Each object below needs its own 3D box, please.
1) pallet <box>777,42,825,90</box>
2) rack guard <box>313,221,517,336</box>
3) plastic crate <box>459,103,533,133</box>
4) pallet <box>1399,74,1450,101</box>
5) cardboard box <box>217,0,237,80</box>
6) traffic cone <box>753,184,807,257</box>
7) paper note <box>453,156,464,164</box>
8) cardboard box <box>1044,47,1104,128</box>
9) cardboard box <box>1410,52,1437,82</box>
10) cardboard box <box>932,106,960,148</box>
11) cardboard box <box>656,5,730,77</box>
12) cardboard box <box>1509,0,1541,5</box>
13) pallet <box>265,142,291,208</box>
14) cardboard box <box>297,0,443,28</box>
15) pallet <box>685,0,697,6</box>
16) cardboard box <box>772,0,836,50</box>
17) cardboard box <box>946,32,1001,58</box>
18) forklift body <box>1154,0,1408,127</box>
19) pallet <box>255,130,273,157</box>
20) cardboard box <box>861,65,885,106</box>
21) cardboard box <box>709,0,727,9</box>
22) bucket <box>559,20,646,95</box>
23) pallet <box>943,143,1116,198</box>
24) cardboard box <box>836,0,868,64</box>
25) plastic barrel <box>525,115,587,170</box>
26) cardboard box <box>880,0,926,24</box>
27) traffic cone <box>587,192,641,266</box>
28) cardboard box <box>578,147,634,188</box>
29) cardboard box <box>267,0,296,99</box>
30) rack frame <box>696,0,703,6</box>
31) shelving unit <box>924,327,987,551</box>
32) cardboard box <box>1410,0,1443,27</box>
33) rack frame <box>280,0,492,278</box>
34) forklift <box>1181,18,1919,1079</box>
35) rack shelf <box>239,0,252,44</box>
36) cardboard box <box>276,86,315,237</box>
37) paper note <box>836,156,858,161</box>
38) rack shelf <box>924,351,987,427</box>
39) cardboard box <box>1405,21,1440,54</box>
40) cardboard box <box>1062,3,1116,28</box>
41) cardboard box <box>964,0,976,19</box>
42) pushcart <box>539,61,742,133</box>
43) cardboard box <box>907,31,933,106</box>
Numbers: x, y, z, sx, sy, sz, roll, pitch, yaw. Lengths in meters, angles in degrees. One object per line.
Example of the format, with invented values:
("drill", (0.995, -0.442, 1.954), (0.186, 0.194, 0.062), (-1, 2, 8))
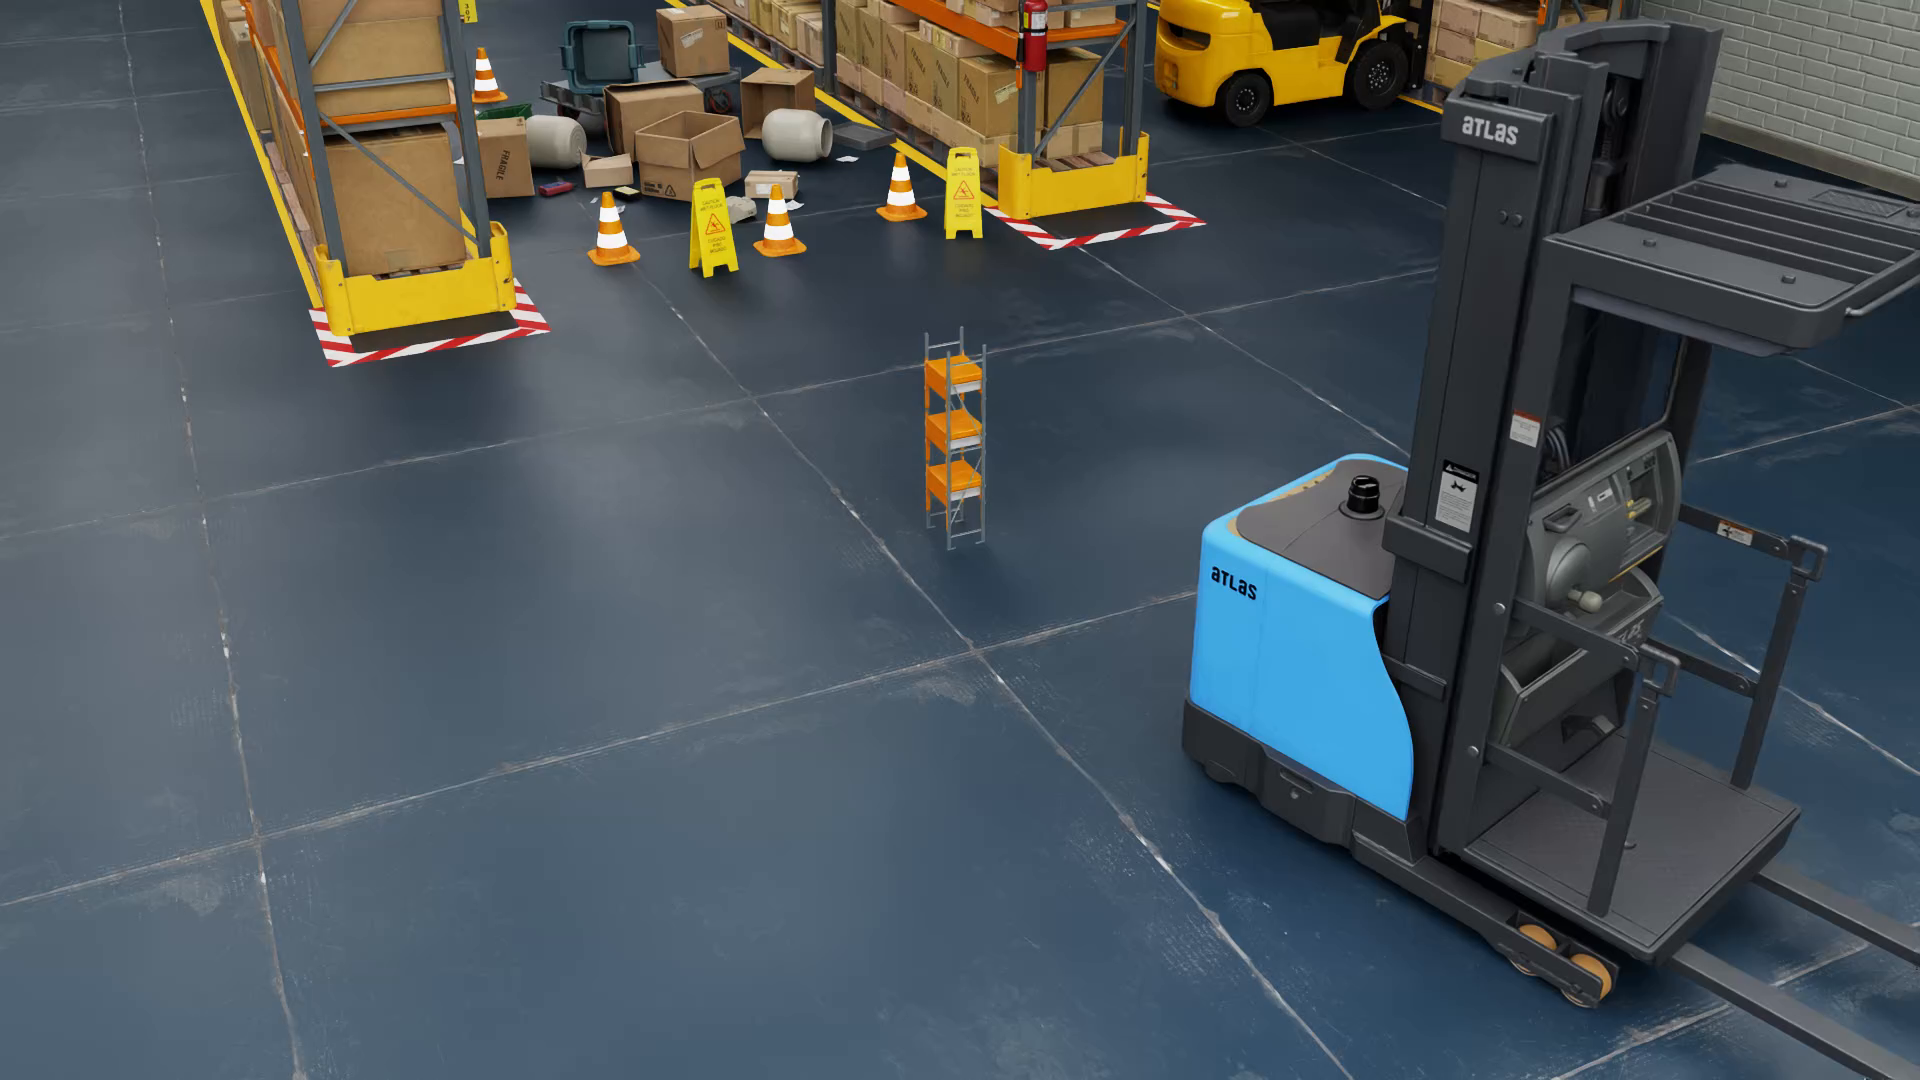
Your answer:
("pallet", (-1.147, -4.777, 16.553), (1.003, 0.211, 1.213), (-13, 32, -22))
("rack guard", (-3.511, -1.698, 10.766), (1.175, 0.500, 0.348), (-13, 32, -22))
("plastic crate", (-3.981, -3.562, 14.352), (0.450, 0.188, 0.662), (-7, 28, 9))
("pallet", (4.501, -4.577, 16.197), (1.003, 0.211, 1.213), (-13, 32, -22))
("cardboard box", (-6.398, -4.861, 15.723), (1.050, 0.750, 0.750), (-13, 32, -21))
("traffic cone", (-1.301, -2.312, 11.900), (0.336, 0.463, 0.334), (-13, 32, -22))
("paper note", (-4.132, -3.164, 13.861), (0.142, 0.020, 0.147), (13, 32, 21))
("cardboard box", (0.798, -3.618, 13.251), (0.500, 0.500, 0.500), (-14, 32, -24))
("cardboard box", (4.488, -4.496, 15.583), (0.500, 0.250, 0.500), (-13, 32, -21))
("cardboard box", (0.100, -3.398, 13.624), (0.500, 0.250, 0.500), (-13, 32, -22))
("cardboard box", (-2.406, -4.503, 14.994), (0.500, 0.500, 0.500), (-13, 32, -22))
("cardboard box", (5.134, -4.818, 15.136), (0.500, 0.250, 0.500), (-13, 32, -22))
("pallet", (-4.983, -2.997, 13.379), (1.003, 0.211, 1.213), (-13, 32, -22))
("cardboard box", (-3.646, -3.507, 10.180), (0.875, 0.550, 0.550), (-13, 32, -22))
("pallet", (-2.799, -6.564, 19.741), (1.003, 0.211, 1.213), (-13, 32, -22))
("cardboard box", (-1.351, -5.235, 16.776), (0.950, 0.372, 0.625), (-11, 31, -19))
("cardboard box", (0.108, -3.924, 13.132), (0.380, 0.149, 0.250), (-12, 31, -21))
("forklift body", (2.925, -5.011, 14.987), (2.313, 2.155, 1.214), (-13, 32, -22))
("pallet", (-5.638, -3.674, 14.587), (1.003, 0.211, 1.213), (-13, 32, -22))
("cardboard box", (-0.563, -4.083, 14.846), (0.500, 0.250, 0.500), (-11, 31, -19))
("cardboard box", (-2.295, -6.202, 18.500), (0.950, 0.372, 0.625), (-15, 33, -25))
("bucket", (-3.098, -4.225, 14.510), (0.726, 0.611, 0.620), (-3, 19, -5))
("pallet", (0.556, -3.066, 13.502), (1.003, 0.211, 1.213), (-13, 32, -22))
("cardboard box", (-0.802, -4.643, 15.079), (0.500, 0.500, 0.500), (-12, 31, -20))
("plastic barrel", (-3.366, -3.263, 13.636), (0.512, 0.421, 0.421), (7, 30, 13))
("cardboard box", (-0.462, -4.513, 14.184), (0.380, 0.149, 0.250), (-11, 31, -19))
("traffic cone", (-2.467, -2.225, 11.745), (0.336, 0.463, 0.334), (-13, 32, -22))
("cardboard box", (-2.838, -3.000, 13.329), (0.396, 0.266, 0.258), (-8, 30, -13))
("cardboard box", (-3.978, -3.257, 10.838), (0.875, 0.550, 0.550), (-13, 32, -22))
("rack frame", (-2.529, -7.417, 18.409), (1.000, 3.000, 0.127), (-13, 32, -22))
("shelving unit", (-0.023, -0.482, 8.035), (0.215, 1.050, 0.252), (-13, 32, -22))
("cardboard box", (4.457, -4.930, 15.334), (0.500, 0.250, 0.500), (-13, 32, -21))
("rack frame", (-3.522, -2.799, 10.174), (1.000, 3.000, 0.127), (-13, 32, -22))
("forklift", (2.245, -0.021, 5.290), (1.130, 2.935, 3.031), (-24, 37, -36))
("rack shelf", (-6.098, -5.135, 15.077), (1.077, 0.370, 4.000), (-13, 32, -22))
("cardboard box", (-4.252, -2.729, 11.793), (0.875, 0.875, 0.875), (-14, 32, -23))
("paper note", (-0.939, -3.193, 13.913), (0.148, 0.019, 0.142), (26, 38, 38))
("rack shelf", (-0.023, -0.720, 7.902), (0.215, 0.259, 0.240), (-13, 32, -22))
("cardboard box", (4.449, -4.725, 15.481), (0.500, 0.250, 0.500), (-14, 32, -23))
("cardboard box", (0.947, -3.967, 12.514), (0.380, 0.149, 0.250), (-13, 32, -22))
("cardboard box", (0.252, -4.100, 12.751), (0.380, 0.149, 0.250), (-14, 32, -23))
("pushcart", (-2.849, -4.005, 15.006), (0.936, 0.377, 1.648), (26, 38, 38))
("cardboard box", (-0.111, -3.947, 13.837), (0.500, 0.500, 0.500), (-14, 32, -23))
